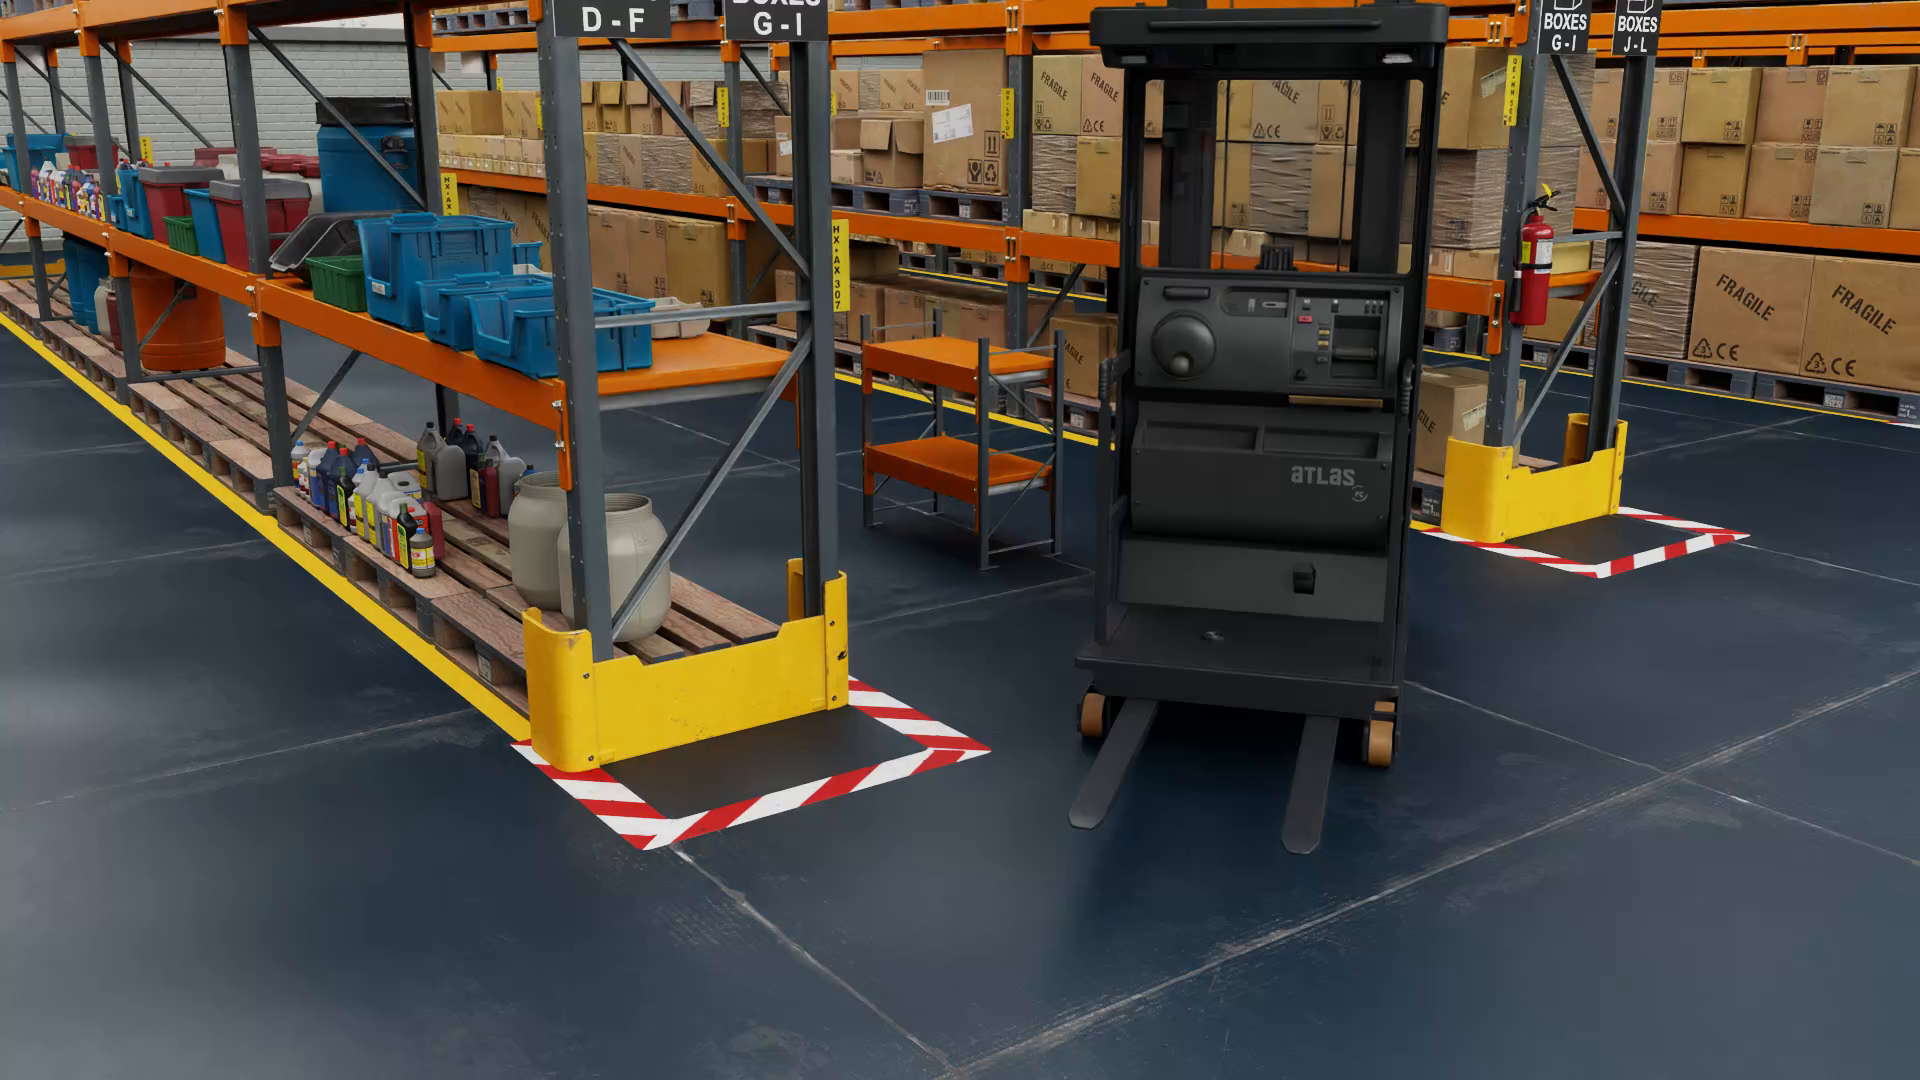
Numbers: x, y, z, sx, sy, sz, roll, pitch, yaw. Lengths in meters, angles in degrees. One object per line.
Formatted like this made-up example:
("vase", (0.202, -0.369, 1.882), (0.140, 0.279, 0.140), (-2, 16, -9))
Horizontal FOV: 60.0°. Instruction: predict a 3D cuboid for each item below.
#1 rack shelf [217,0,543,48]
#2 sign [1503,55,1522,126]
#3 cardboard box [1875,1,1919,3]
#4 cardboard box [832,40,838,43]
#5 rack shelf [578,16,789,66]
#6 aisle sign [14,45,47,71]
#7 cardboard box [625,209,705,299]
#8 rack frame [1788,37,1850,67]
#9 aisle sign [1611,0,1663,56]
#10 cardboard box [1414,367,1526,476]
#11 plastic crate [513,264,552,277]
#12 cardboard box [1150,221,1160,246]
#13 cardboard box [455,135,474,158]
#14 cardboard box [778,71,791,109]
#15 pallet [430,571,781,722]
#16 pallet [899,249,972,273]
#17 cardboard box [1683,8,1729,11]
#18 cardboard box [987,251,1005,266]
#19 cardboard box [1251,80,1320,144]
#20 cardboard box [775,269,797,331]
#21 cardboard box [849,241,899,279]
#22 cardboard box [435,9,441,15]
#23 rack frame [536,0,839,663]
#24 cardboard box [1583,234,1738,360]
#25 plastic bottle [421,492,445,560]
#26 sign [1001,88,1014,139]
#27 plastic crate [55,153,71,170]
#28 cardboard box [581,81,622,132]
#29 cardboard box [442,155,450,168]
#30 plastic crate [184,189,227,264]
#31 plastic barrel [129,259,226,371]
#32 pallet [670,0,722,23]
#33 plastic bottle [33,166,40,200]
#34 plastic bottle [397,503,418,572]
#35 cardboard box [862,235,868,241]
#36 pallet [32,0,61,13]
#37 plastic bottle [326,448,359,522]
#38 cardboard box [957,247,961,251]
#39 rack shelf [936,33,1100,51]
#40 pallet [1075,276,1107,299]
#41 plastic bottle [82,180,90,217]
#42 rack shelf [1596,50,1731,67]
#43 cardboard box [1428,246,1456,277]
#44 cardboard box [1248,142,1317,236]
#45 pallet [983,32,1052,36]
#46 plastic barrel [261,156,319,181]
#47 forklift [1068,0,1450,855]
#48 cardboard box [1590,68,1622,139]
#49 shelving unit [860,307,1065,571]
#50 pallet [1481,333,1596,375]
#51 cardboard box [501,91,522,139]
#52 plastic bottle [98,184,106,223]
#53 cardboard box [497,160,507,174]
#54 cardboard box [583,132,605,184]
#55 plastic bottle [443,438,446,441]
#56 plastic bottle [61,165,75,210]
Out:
("rack shelf", (-2.064, -2.291, 6.946), (1.077, 0.370, 4.000), (-11, 19, -35))
("sign", (2.658, -2.162, 8.002), (0.100, 0.325, 0.005), (-11, 19, -35))
("cardboard box", (9.131, -5.198, 15.926), (0.500, 0.250, 0.500), (-11, 19, -35))
("cardboard box", (-1.541, -6.716, 22.034), (0.500, 0.250, 0.500), (-12, 19, -36))
("rack shelf", (-2.761, -4.768, 15.997), (1.077, 0.370, 4.000), (-11, 19, -35))
("aisle sign", (-10.101, -5.496, 18.049), (0.394, 0.787, 0.004), (-11, 19, -35))
("cardboard box", (-2.492, -2.761, 16.213), (1.225, 0.875, 0.875), (-11, 19, -34))
("rack frame", (8.783, -3.926, 17.237), (1.000, 3.000, 0.127), (-11, 19, -35))
("aisle sign", (3.398, -2.820, 8.275), (0.394, 0.787, 0.004), (-11, 19, -35))
("cardboard box", (2.765, -0.666, 9.267), (0.500, 0.500, 0.500), (-7, 17, -24))
("plastic crate", (-2.080, -1.184, 7.719), (0.530, 0.136, 0.437), (-11, 19, -35))
("cardboard box", (1.405, -1.911, 10.350), (0.380, 0.149, 0.250), (-11, 19, -35))
("cardboard box", (-5.622, -4.659, 19.636), (0.500, 0.250, 0.500), (-12, 19, -36))
("cardboard box", (-2.168, -6.235, 23.028), (0.500, 0.500, 0.500), (-11, 19, -35))
("pallet", (-1.444, 0.397, 6.725), (1.003, 0.211, 1.213), (-11, 19, -35))
("pallet", (-0.289, -3.637, 21.464), (1.003, 0.211, 1.213), (-11, 19, -35))
("cardboard box", (8.029, -5.714, 17.576), (0.500, 0.250, 0.500), (-11, 19, -34))
("cardboard box", (0.667, -3.529, 19.728), (0.500, 0.500, 0.500), (-10, 18, -32))
("cardboard box", (2.005, -2.499, 9.379), (0.500, 0.500, 0.500), (-11, 19, -35))
("cardboard box", (-1.175, -2.108, 14.498), (0.700, 0.500, 0.500), (-12, 19, -37))
("cardboard box", (-0.847, -2.360, 13.997), (0.500, 0.250, 0.500), (-8, 17, -28))
("cardboard box", (-5.940, -6.593, 20.126), (0.700, 0.500, 0.500), (-12, 20, -38))
("rack frame", (-0.888, -0.764, 5.687), (1.000, 3.000, 0.127), (-11, 19, -35))
("cardboard box", (5.684, -1.976, 13.344), (0.875, 0.875, 0.875), (-11, 19, -34))
("plastic bottle", (-2.362, -0.065, 7.445), (0.061, 0.283, 0.133), (-11, 19, -35))
("sign", (0.320, -2.859, 11.146), (0.100, 0.325, 0.005), (-11, 19, -35))
("plastic crate", (-8.692, -3.653, 16.353), (0.437, 0.282, 0.530), (-11, 19, -35))
("cardboard box", (-3.555, -4.493, 17.219), (0.797, 0.503, 0.637), (-11, 19, -36))
("cardboard box", (-6.044, -4.592, 20.149), (0.380, 0.149, 0.250), (-11, 19, -36))
("plastic crate", (-4.140, -1.798, 9.494), (0.392, 0.384, 0.575), (-11, 19, -35))
("plastic barrel", (-5.893, -1.730, 12.532), (0.600, 0.830, 0.708), (-11, 19, -35))
("pallet", (-2.007, -4.726, 14.839), (1.213, 0.211, 1.003), (-10, 18, -32))
("plastic bottle", (-7.995, -3.098, 14.433), (0.061, 0.283, 0.133), (-11, 19, -35))
("plastic bottle", (-2.406, -0.013, 7.253), (0.061, 0.283, 0.133), (-10, 18, -33))
("cardboard box", (-1.079, -3.989, 22.075), (0.380, 0.149, 0.250), (-10, 18, -33))
("pallet", (-6.734, -4.289, 13.239), (1.003, 0.211, 1.213), (-11, 19, -35))
("plastic bottle", (-2.990, -0.276, 8.087), (0.144, 0.351, 0.185), (-12, 19, -37))
("cardboard box", (0.180, -3.799, 21.379), (0.380, 0.149, 0.250), (-12, 19, -37))
("rack shelf", (1.310, -5.517, 18.731), (1.077, 0.370, 4.000), (-11, 19, -35))
("pallet", (2.028, -2.812, 18.450), (1.003, 0.211, 1.213), (-11, 19, -35))
("plastic bottle", (-6.592, -2.591, 12.603), (0.097, 0.271, 0.097), (0, 15, 0))
("rack shelf", (9.268, -7.078, 24.435), (1.077, 0.370, 4.000), (-11, 19, -35))
("cardboard box", (2.638, -1.494, 8.830), (0.380, 0.149, 0.250), (-11, 19, -35))
("cardboard box", (2.167, -2.048, 9.625), (0.875, 0.500, 0.500), (-11, 19, -35))
("pallet", (1.023, -5.831, 18.872), (1.213, 0.211, 1.003), (-11, 19, -35))
("plastic barrel", (-4.056, -2.079, 10.233), (0.433, 0.535, 0.433), (0, 15, 0))
("forklift", (1.044, -0.744, 5.741), (1.130, 2.935, 3.031), (4, 16, 15))
("cardboard box", (5.445, -3.545, 13.518), (0.875, 0.550, 0.550), (-11, 19, -35))
("shelving unit", (-0.004, -0.544, 8.433), (0.538, 1.125, 1.048), (-11, 19, -35))
("pallet", (5.222, -1.616, 14.081), (1.003, 0.211, 1.213), (-11, 19, -35))
("cardboard box", (-4.715, -4.693, 18.340), (0.500, 0.500, 0.500), (-11, 19, -34))
("plastic bottle", (-6.175, -2.437, 12.018), (0.061, 0.283, 0.133), (-11, 19, -35))
("cardboard box", (-4.987, -4.208, 18.746), (0.380, 0.149, 0.250), (-10, 18, -34))
("cardboard box", (-3.573, -3.900, 16.953), (0.500, 0.500, 0.500), (-11, 19, -34))
("plastic bottle", (-2.774, -0.452, 9.013), (0.097, 0.201, 0.097), (0, 15, 0))
("plastic bottle", (-7.094, -2.822, 13.297), (0.144, 0.351, 0.185), (-11, 19, -35))
